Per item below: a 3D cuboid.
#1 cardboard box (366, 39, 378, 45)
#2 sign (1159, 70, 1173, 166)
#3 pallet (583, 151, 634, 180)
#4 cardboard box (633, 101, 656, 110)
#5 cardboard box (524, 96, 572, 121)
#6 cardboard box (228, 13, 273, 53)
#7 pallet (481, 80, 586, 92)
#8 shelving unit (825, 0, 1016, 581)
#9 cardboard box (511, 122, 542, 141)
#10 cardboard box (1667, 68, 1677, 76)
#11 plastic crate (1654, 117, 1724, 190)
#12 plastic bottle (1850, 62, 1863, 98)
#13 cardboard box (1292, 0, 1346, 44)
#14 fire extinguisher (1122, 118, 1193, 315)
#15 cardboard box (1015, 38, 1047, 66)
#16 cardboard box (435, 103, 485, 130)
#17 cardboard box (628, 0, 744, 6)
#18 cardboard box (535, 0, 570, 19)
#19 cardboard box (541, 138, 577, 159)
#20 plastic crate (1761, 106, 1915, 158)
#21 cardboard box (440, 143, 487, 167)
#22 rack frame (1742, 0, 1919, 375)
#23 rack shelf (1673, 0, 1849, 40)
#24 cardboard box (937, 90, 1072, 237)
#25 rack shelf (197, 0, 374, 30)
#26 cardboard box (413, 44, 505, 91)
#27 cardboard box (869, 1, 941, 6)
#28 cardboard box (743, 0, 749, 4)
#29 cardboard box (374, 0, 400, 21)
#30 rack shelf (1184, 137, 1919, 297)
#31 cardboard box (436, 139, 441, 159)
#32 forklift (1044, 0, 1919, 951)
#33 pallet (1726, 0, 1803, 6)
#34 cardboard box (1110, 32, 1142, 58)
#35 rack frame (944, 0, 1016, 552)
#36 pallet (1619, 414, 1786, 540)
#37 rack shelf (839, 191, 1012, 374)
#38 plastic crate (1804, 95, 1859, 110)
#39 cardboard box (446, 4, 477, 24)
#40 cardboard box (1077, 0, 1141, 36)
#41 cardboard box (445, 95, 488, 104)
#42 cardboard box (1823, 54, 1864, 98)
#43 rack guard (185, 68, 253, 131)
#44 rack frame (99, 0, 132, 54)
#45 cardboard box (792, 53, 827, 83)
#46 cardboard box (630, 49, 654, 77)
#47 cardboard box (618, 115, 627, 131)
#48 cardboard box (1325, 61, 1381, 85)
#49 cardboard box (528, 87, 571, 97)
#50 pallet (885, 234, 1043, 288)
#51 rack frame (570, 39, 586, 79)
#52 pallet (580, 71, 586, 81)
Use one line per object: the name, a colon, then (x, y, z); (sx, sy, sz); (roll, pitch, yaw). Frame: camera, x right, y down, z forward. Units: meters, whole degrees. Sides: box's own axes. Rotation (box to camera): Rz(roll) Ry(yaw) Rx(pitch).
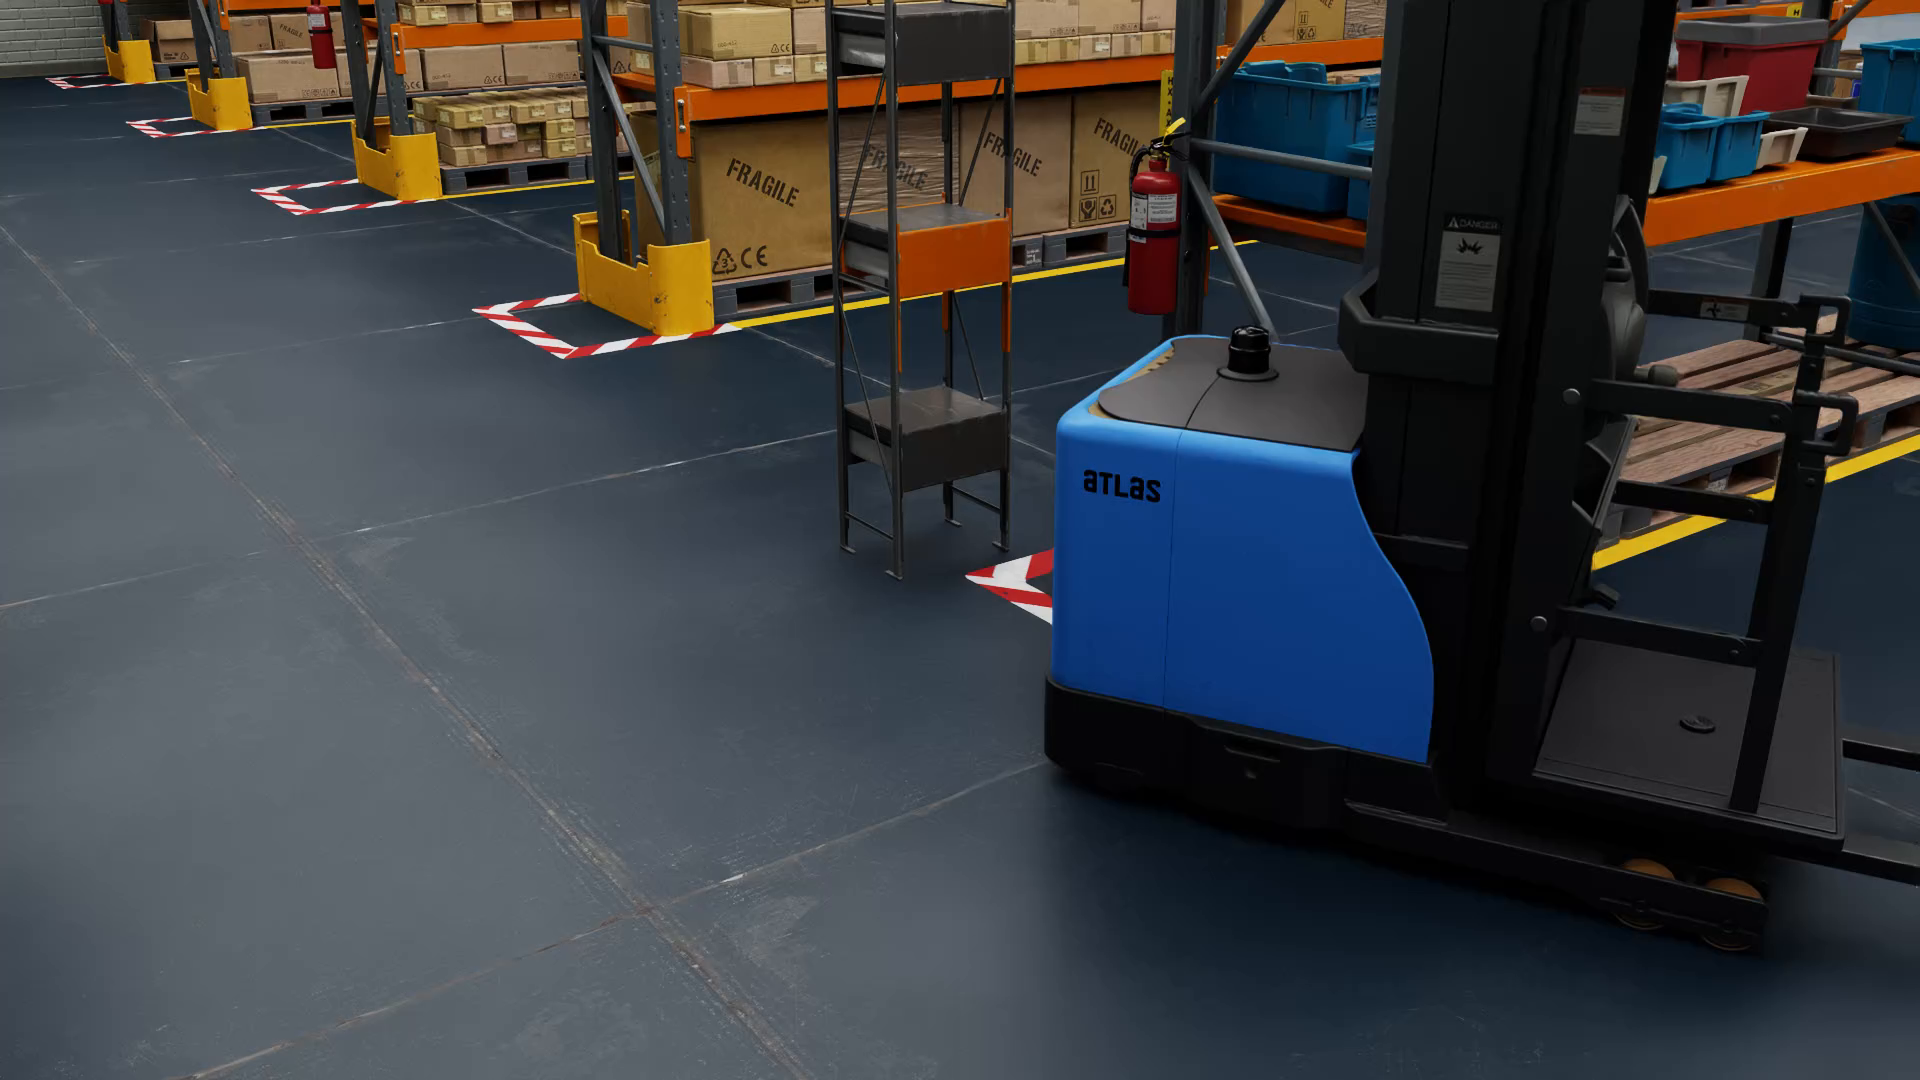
cardboard box: (-7.836, -6.707, 22.279); (0.258, 0.266, 0.396); (-14, 26, -31)
sign: (0.735, -1.476, 5.827); (0.005, 0.325, 0.100); (-15, 26, -33)
pallet: (-2.906, -3.391, 14.610); (1.213, 0.211, 1.003); (-15, 26, -33)
cardboard box: (-2.809, -3.775, 14.286); (0.250, 0.149, 0.380); (-15, 26, -33)
cardboard box: (-3.428, -3.591, 13.826); (0.250, 0.149, 0.380); (-16, 27, -35)
cardboard box: (-9.244, -6.513, 21.477); (0.500, 0.500, 0.700); (-14, 26, -31)
pallet: (-5.027, -5.139, 18.990); (1.213, 0.211, 1.003); (-15, 26, -33)
shelving unit: (-0.134, -0.939, 5.917); (0.503, 2.100, 0.431); (-15, 26, -33)
cardboard box: (-3.660, -3.409, 13.771); (0.250, 0.149, 0.380); (-15, 26, -32)
cardboard box: (6.555, -4.024, 15.211); (0.500, 0.500, 0.700); (-18, 28, -37)
plastic crate: (2.531, -1.427, 6.071); (0.300, 0.233, 0.416); (-15, 26, -33)
plastic bottle: (4.448, -2.229, 8.102); (0.135, 0.276, 0.152); (-15, 26, -33)
cardboard box: (2.351, -3.774, 11.671); (0.500, 0.500, 0.500); (-15, 26, -33)
fire extinguisher: (0.682, -1.133, 5.796); (0.183, 0.674, 0.296); (-15, 26, -33)
cardboard box: (0.325, -3.034, 10.292); (0.250, 0.149, 0.380); (-15, 26, -34)
cardboard box: (-4.014, -3.401, 13.348); (0.250, 0.149, 0.380); (-16, 27, -35)
cardboard box: (-1.581, -3.329, 9.482); (0.500, 0.500, 0.500); (-15, 26, -32)
cardboard box: (-3.386, -4.355, 13.602); (0.250, 0.149, 0.380); (-15, 26, -33)
cardboard box: (-3.392, -3.290, 13.873); (0.250, 0.149, 0.380); (-15, 26, -32)
plastic crate: (3.565, -1.681, 6.851); (0.590, 0.125, 0.437); (-15, 26, -33)
cardboard box: (-4.026, -3.130, 13.473); (0.250, 0.149, 0.380); (-14, 26, -32)
rack frame: (4.316, -2.104, 7.621); (0.127, 3.000, 1.000); (-15, 26, -33)
rack shelf: (6.294, -4.558, 14.743); (4.000, 0.370, 1.077); (-15, 26, -33)
cardboard box: (0.111, -2.488, 10.885); (0.875, 0.875, 0.875); (-15, 26, -33)
rack shelf: (-5.987, -5.808, 17.875); (4.000, 0.370, 1.077); (-15, 26, -33)
cardboard box: (-5.662, -5.283, 18.478); (0.875, 0.438, 0.875); (-16, 27, -34)
cardboard box: (-0.448, -3.041, 9.772); (0.500, 0.250, 0.500); (-16, 27, -35)
cardboard box: (-1.173, -3.091, 9.896); (0.500, 0.250, 0.500); (-15, 26, -34)
cardboard box: (-4.538, -4.281, 13.416); (0.250, 0.149, 0.380); (-15, 26, -33)
rack shelf: (2.693, -1.337, 6.670); (4.000, 0.370, 1.077); (-15, 26, -33)
cardboard box: (-4.332, -3.290, 13.873); (0.250, 0.149, 0.380); (-14, 26, -32)
forklift: (1.794, -0.610, 3.972); (3.031, 2.935, 1.130); (10, 24, 24)
pallet: (7.212, -5.115, 15.425); (1.213, 0.211, 1.003); (-15, 26, -33)
cardboard box: (0.950, -3.201, 10.711); (0.250, 0.149, 0.380); (-15, 26, -34)
rack frame: (0.064, -0.992, 6.050); (0.015, 2.100, 0.400); (-15, 26, -33)
pallet: (2.751, -0.372, 7.044); (1.213, 0.211, 1.003); (-15, 26, -33)
rack shelf: (-0.134, -0.927, 5.922); (0.480, 0.518, 0.431); (-15, 26, -33)
plastic crate: (3.855, -1.951, 7.514); (0.243, 0.136, 0.396); (-15, 26, -33)
cardboard box: (-4.001, -4.164, 13.124); (0.250, 0.149, 0.380); (-14, 26, -31)
cardboard box: (0.800, -3.375, 10.608); (0.500, 0.250, 0.500); (-14, 26, -31)
cardboard box: (-4.119, -3.617, 13.891); (0.250, 0.149, 0.380); (-14, 26, -32)
cardboard box: (8.726, -4.560, 16.583); (0.500, 0.500, 0.500); (-7, 23, -16)
rack guard: (-7.630, -4.543, 17.107); (0.348, 0.500, 1.175); (-15, 26, -33)
rack frame: (-10.513, -7.202, 20.397); (0.127, 3.000, 1.000); (-15, 26, -33)
cardboard box: (-0.927, -2.700, 9.455); (0.250, 0.149, 0.380); (-16, 27, -34)
cardboard box: (-1.726, -2.788, 9.674); (0.250, 0.149, 0.380); (-14, 26, -32)
cardboard box: (-3.033, -3.589, 14.223); (0.250, 0.149, 0.380); (-13, 25, -30)
cardboard box: (2.657, -3.140, 12.519); (0.875, 0.875, 1.225); (-16, 27, -35)
cardboard box: (-3.550, -3.823, 14.408); (0.250, 0.149, 0.380); (-14, 26, -31)
pallet: (-0.230, -1.892, 10.853); (1.213, 0.211, 1.003); (-15, 26, -33)
rack frame: (-4.364, -6.575, 18.827); (0.127, 3.000, 1.000); (-15, 26, -33)
pallet: (-3.781, -5.470, 19.819); (1.213, 0.211, 1.003); (-15, 26, -33)
